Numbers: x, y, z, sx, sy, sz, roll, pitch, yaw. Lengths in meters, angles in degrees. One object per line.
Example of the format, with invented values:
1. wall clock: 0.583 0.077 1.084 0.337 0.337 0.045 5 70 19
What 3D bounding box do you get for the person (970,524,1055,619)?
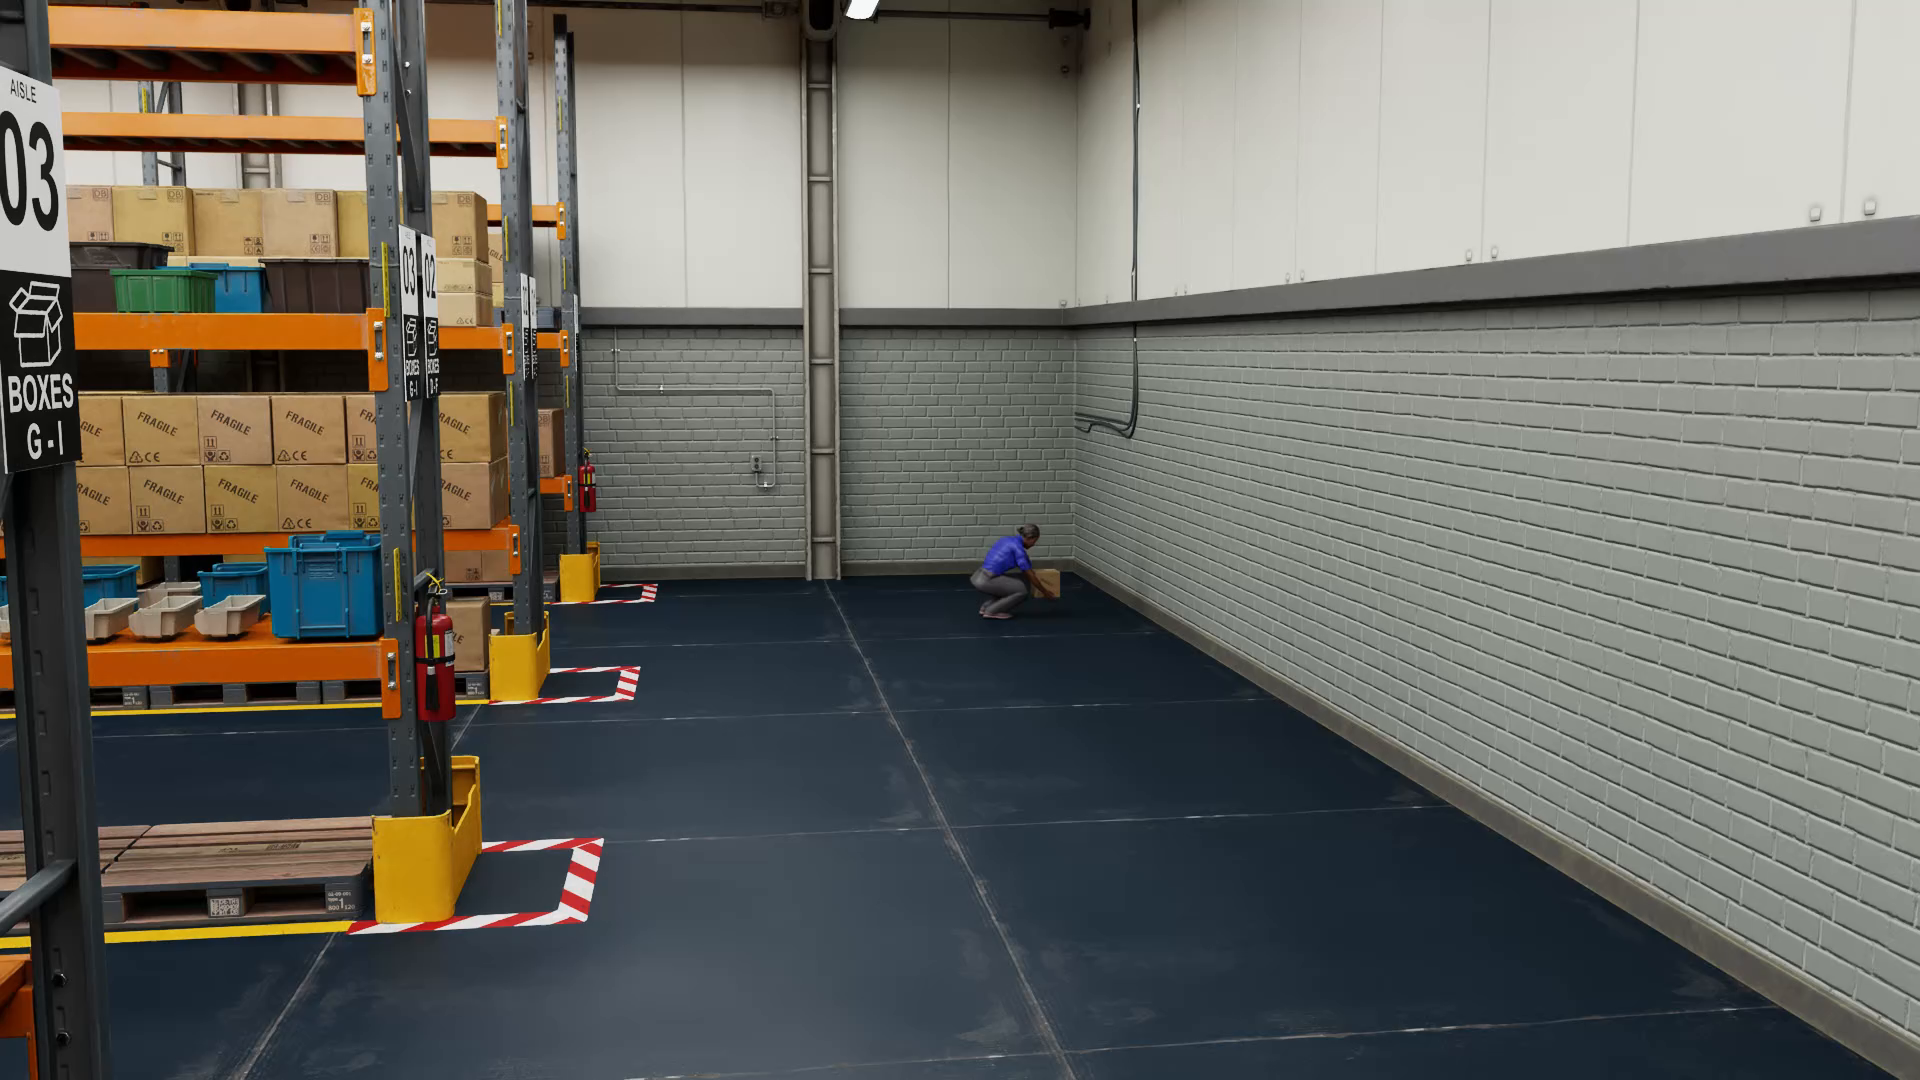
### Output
1. person: 0.517 0.309 16.453 0.826 0.925 0.489 -1 7 -9
